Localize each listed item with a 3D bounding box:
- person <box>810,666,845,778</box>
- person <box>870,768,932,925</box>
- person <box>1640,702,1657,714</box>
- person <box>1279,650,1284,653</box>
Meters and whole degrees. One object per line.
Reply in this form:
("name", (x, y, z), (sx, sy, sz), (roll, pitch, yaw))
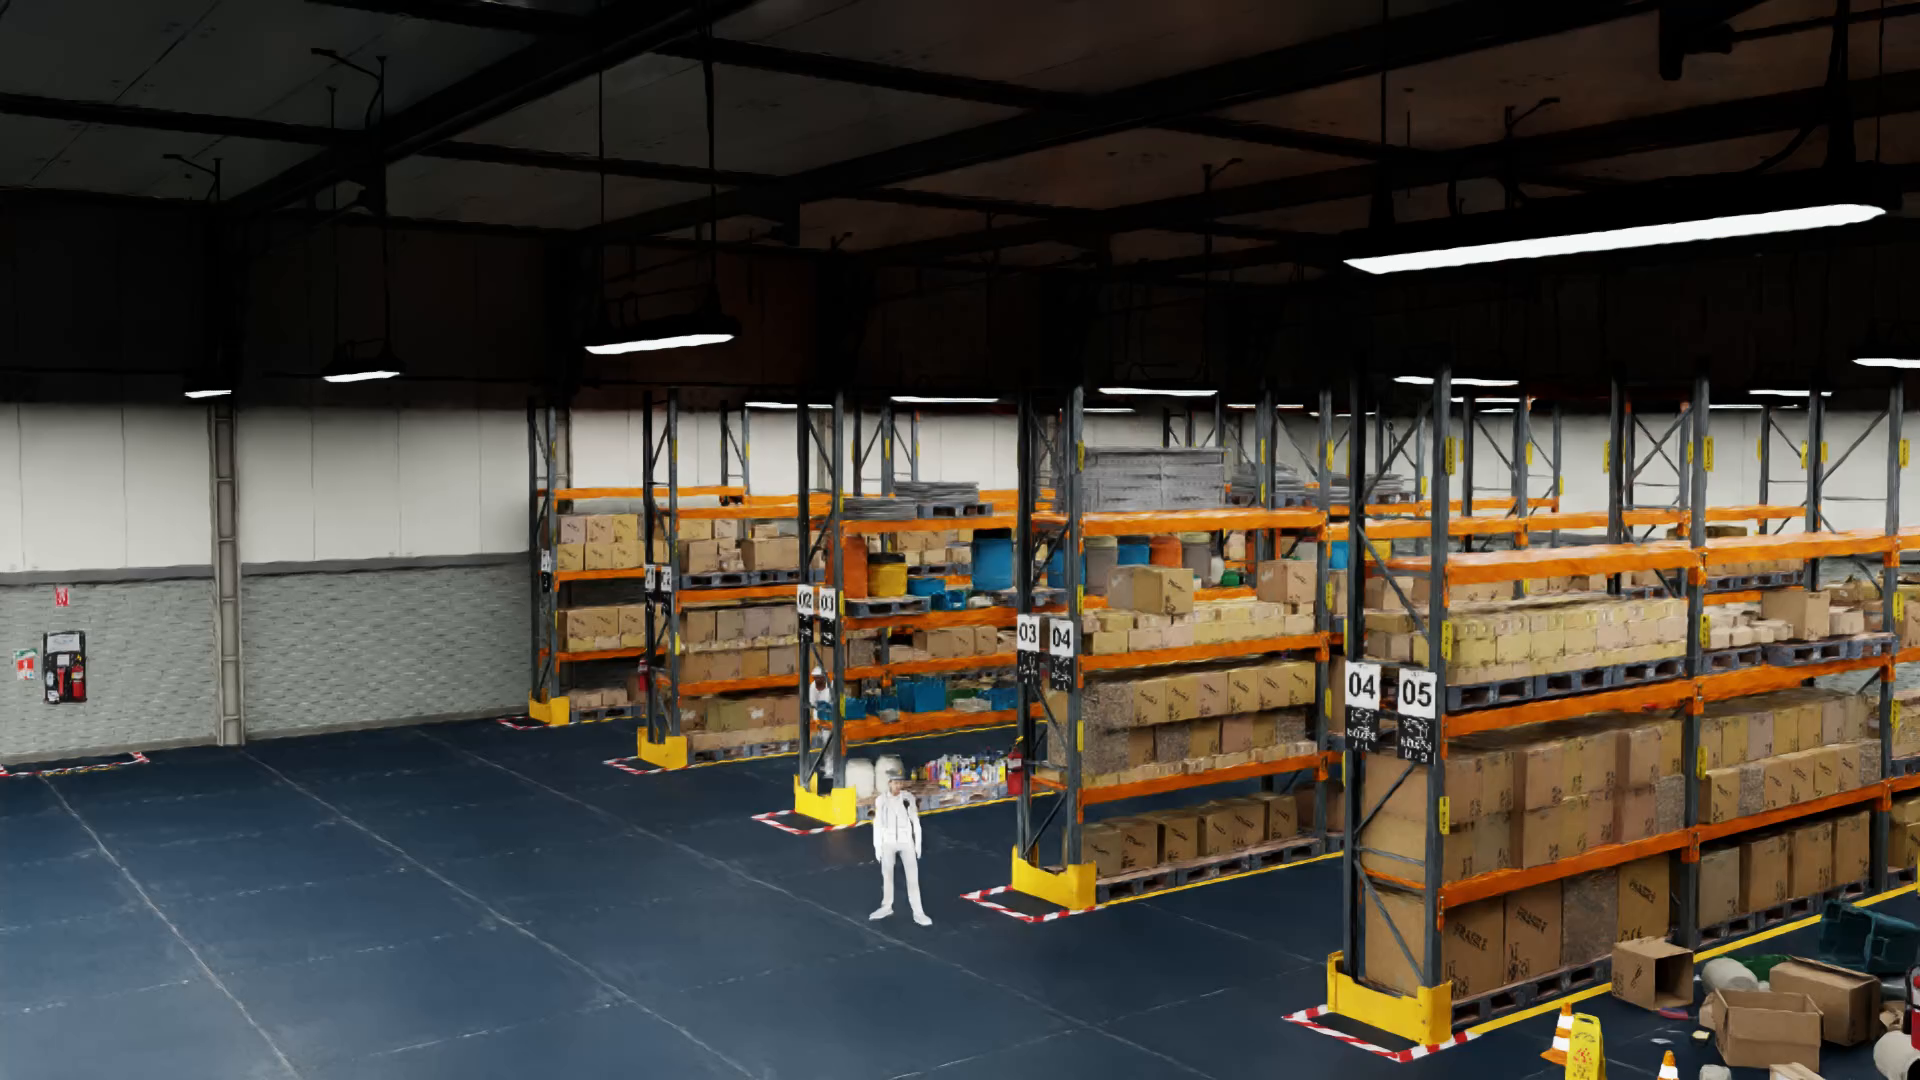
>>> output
("person", (-2.070, 2.776, 25.702), (0.704, 1.711, 0.835), (2, 4, 36))
("person", (-0.637, 3.260, 17.849), (0.672, 1.675, 0.517), (0, 3, -2))
("person", (9.323, 2.977, 22.426), (0.552, 1.742, 0.677), (-3, 4, -37))
("person", (7.352, 2.072, 39.289), (1.037, 1.517, 0.417), (-2, 4, -34))
